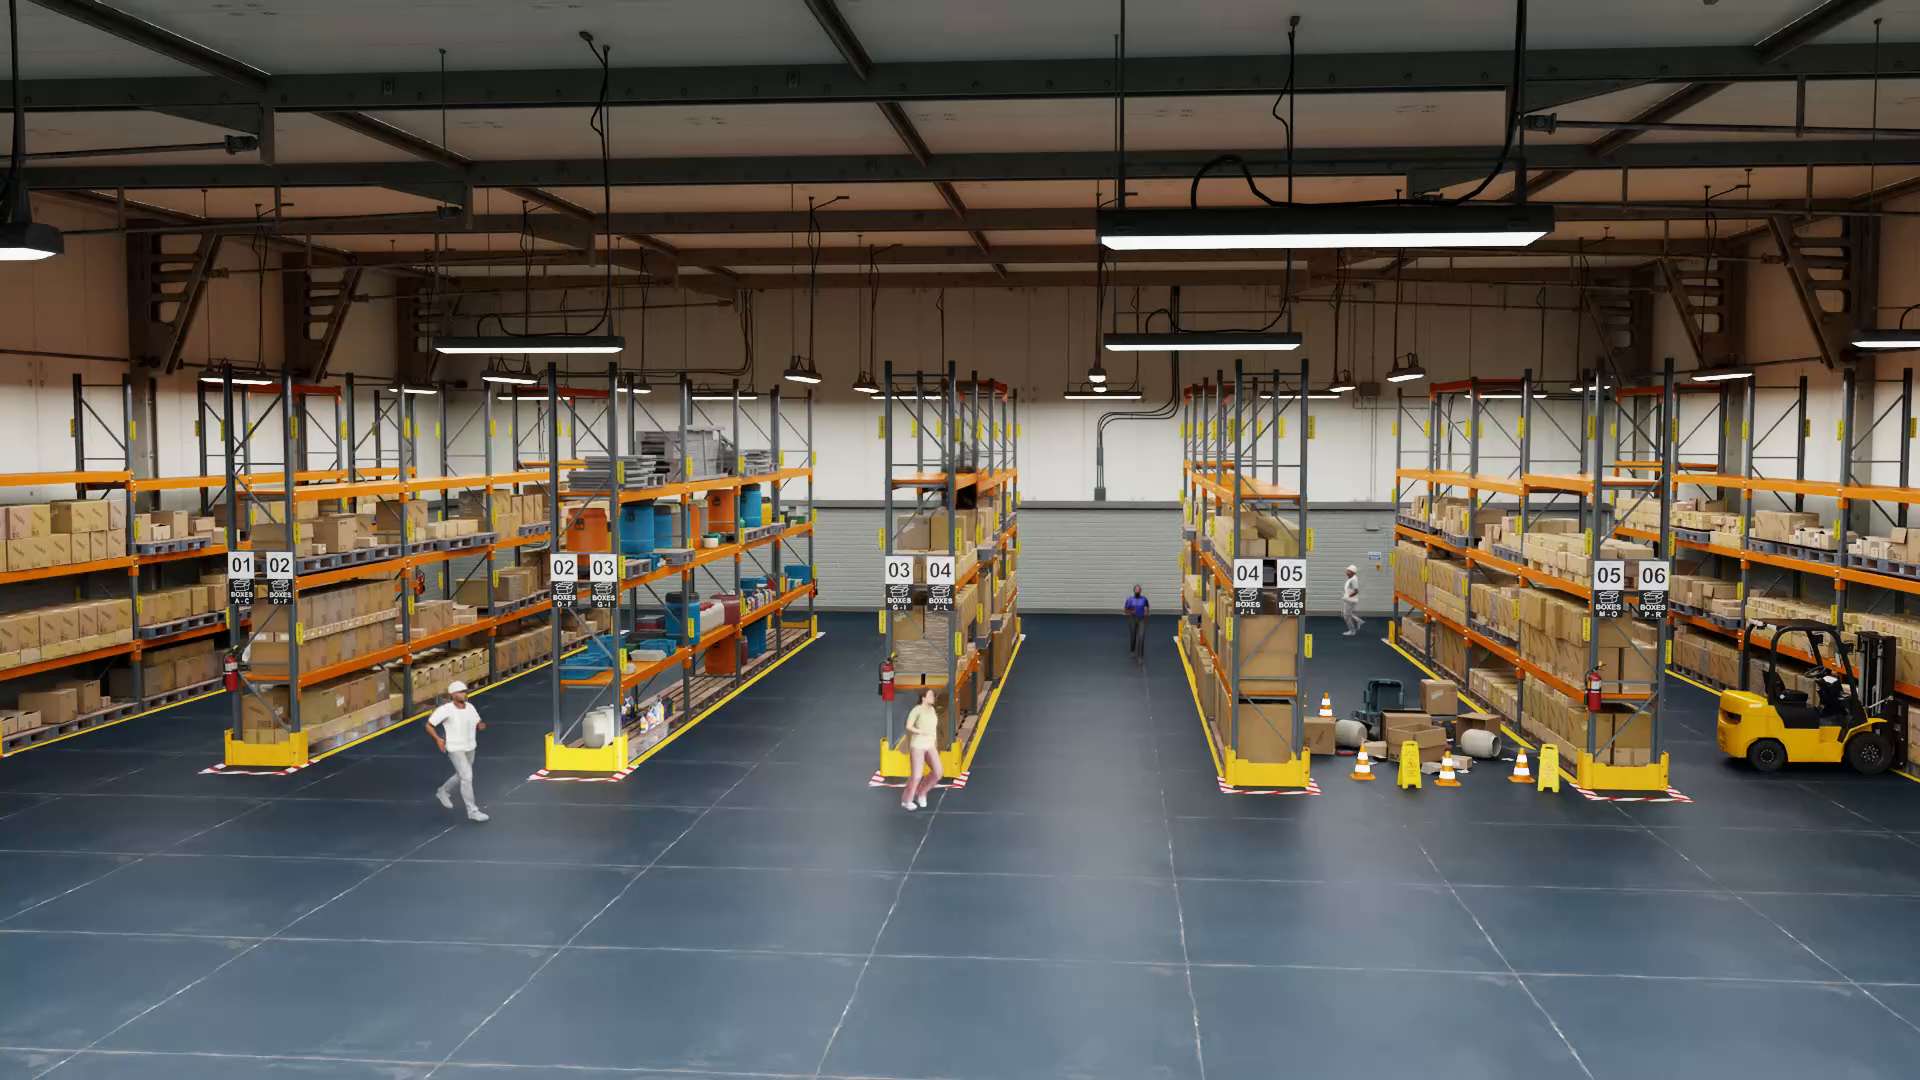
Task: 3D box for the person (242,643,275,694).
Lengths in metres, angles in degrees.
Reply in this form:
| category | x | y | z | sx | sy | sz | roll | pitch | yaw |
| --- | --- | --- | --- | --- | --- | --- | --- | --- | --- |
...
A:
| category | x | y | z | sx | sy | sz | roll | pitch | yaw |
| --- | --- | --- | --- | --- | --- | --- | --- | --- | --- |
| person | -11.748 | 2.276 | 28.073 | 0.718 | 1.746 | 0.834 | 0 | 4 | 1 |

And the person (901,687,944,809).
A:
| category | x | y | z | sx | sy | sz | roll | pitch | yaw |
| --- | --- | --- | --- | --- | --- | --- | --- | --- | --- |
| person | -0.451 | 2.743 | 21.986 | 0.585 | 1.617 | 0.589 | -3 | 5 | -39 |

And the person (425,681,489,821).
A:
| category | x | y | z | sx | sy | sz | roll | pitch | yaw |
| --- | --- | --- | --- | --- | --- | --- | --- | --- | --- |
| person | -6.428 | 2.687 | 21.395 | 0.992 | 1.745 | 0.703 | 2 | 4 | 27 |

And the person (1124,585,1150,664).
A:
| category | x | y | z | sx | sy | sz | roll | pitch | yaw |
| --- | --- | --- | --- | --- | --- | --- | --- | --- | --- |
| person | 3.819 | 1.792 | 35.851 | 0.578 | 1.660 | 0.870 | 0 | 4 | 0 |

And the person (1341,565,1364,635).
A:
| category | x | y | z | sx | sy | sz | roll | pitch | yaw |
| --- | --- | --- | --- | --- | --- | --- | --- | --- | --- |
| person | 9.576 | 1.475 | 40.541 | 0.553 | 1.728 | 0.719 | 1 | 4 | 10 |
